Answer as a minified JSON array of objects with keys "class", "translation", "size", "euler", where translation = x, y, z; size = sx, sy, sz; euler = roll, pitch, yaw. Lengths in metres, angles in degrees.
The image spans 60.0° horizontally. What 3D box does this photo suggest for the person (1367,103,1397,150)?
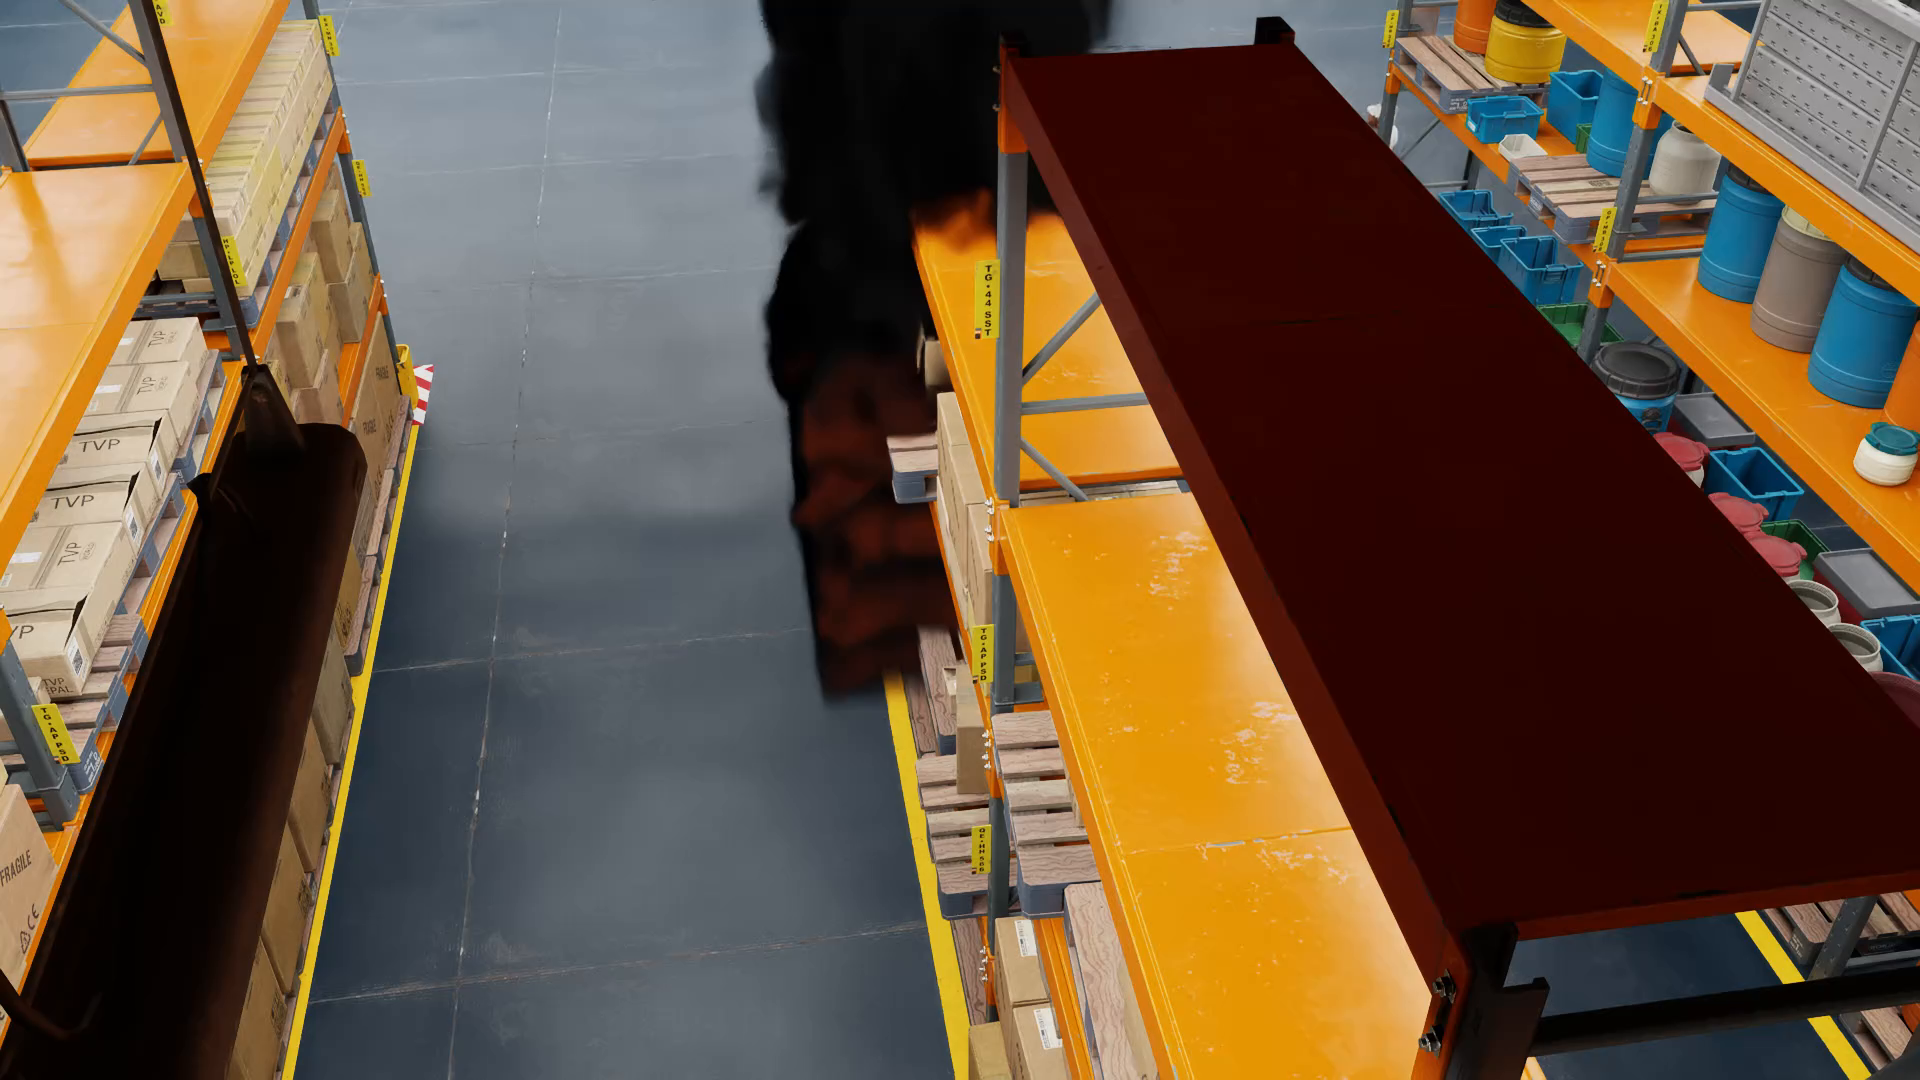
[{"class":"person","translation":[4.175,-3.660,17.001],"size":[0.535,1.735,0.763],"euler":[19,40,24]}]
